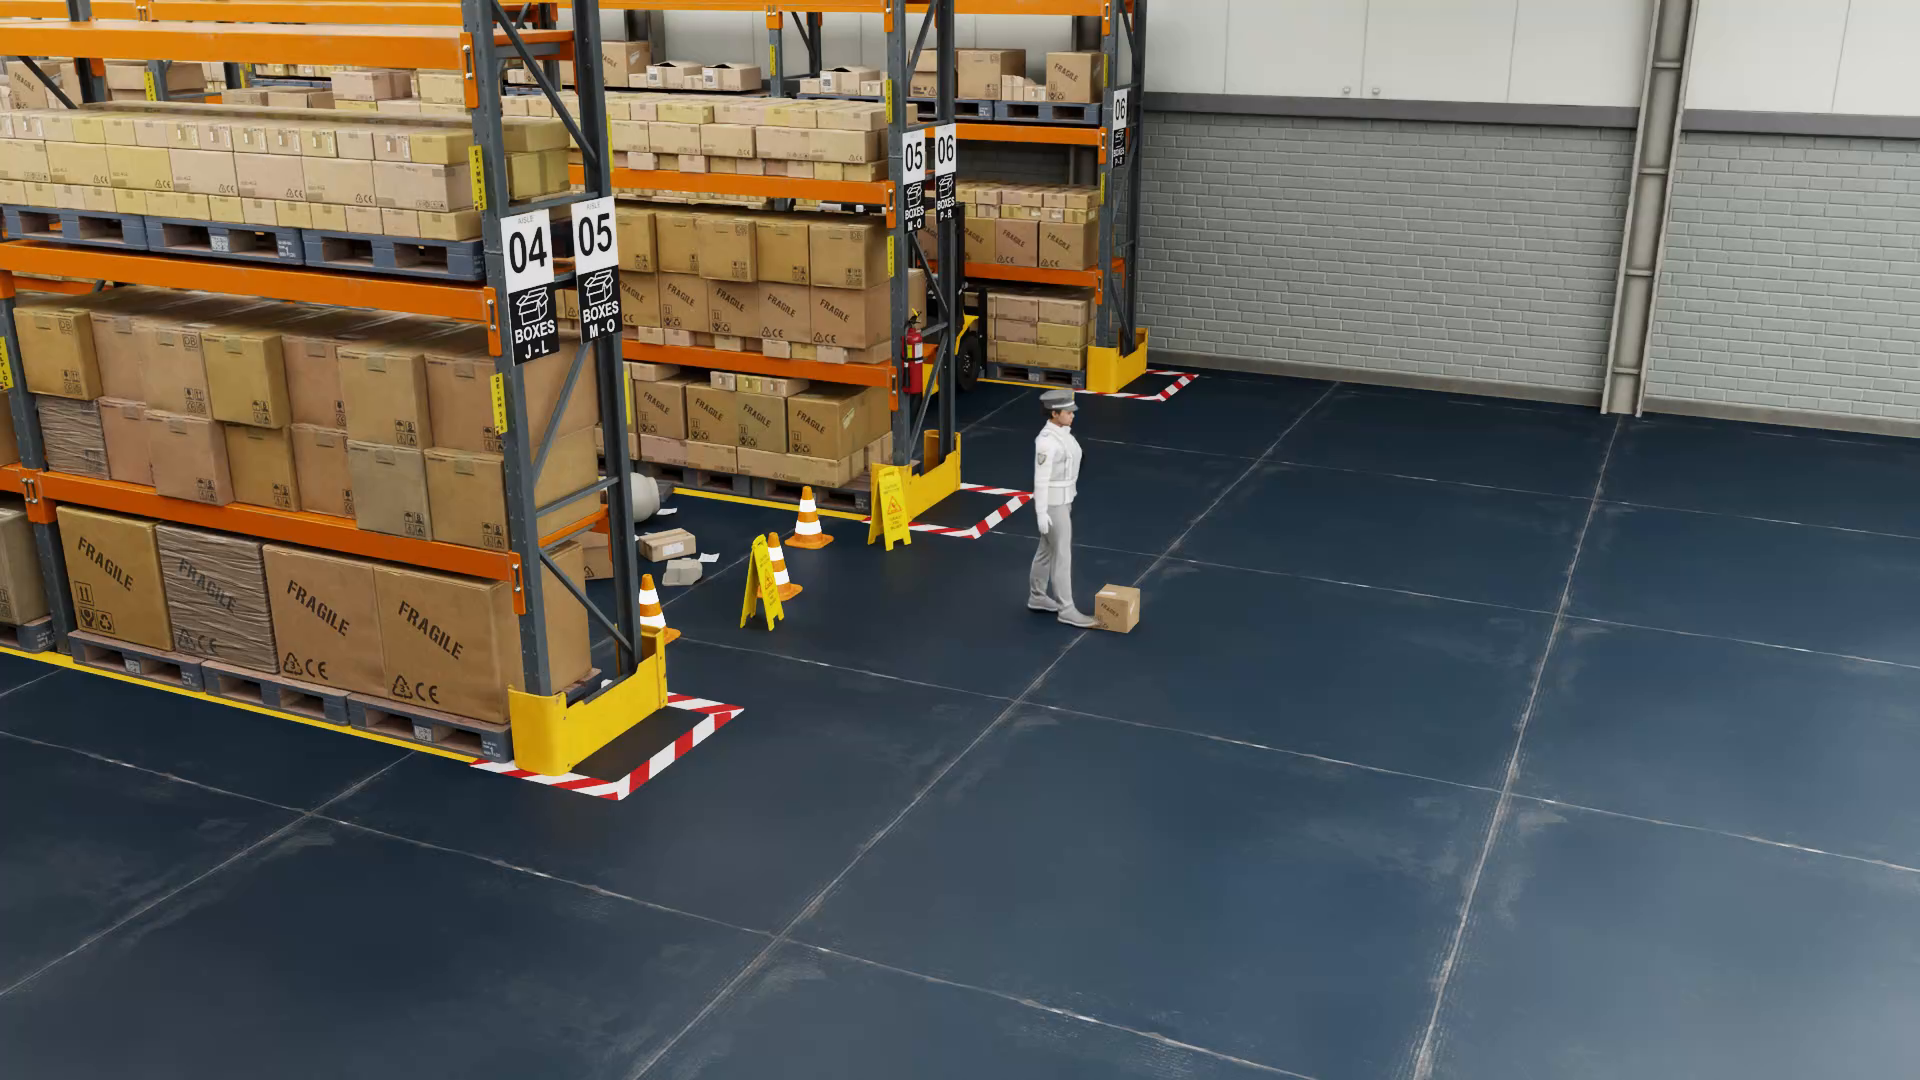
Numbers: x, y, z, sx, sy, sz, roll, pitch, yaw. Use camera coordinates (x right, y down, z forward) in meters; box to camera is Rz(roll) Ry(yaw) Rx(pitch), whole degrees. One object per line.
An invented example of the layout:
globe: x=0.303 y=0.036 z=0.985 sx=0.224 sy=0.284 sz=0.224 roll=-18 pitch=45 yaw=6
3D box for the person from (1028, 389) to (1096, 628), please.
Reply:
person: x=0.748 y=-0.254 z=11.752 sx=0.546 sy=1.666 sz=0.510 roll=5 pitch=20 yaw=14
